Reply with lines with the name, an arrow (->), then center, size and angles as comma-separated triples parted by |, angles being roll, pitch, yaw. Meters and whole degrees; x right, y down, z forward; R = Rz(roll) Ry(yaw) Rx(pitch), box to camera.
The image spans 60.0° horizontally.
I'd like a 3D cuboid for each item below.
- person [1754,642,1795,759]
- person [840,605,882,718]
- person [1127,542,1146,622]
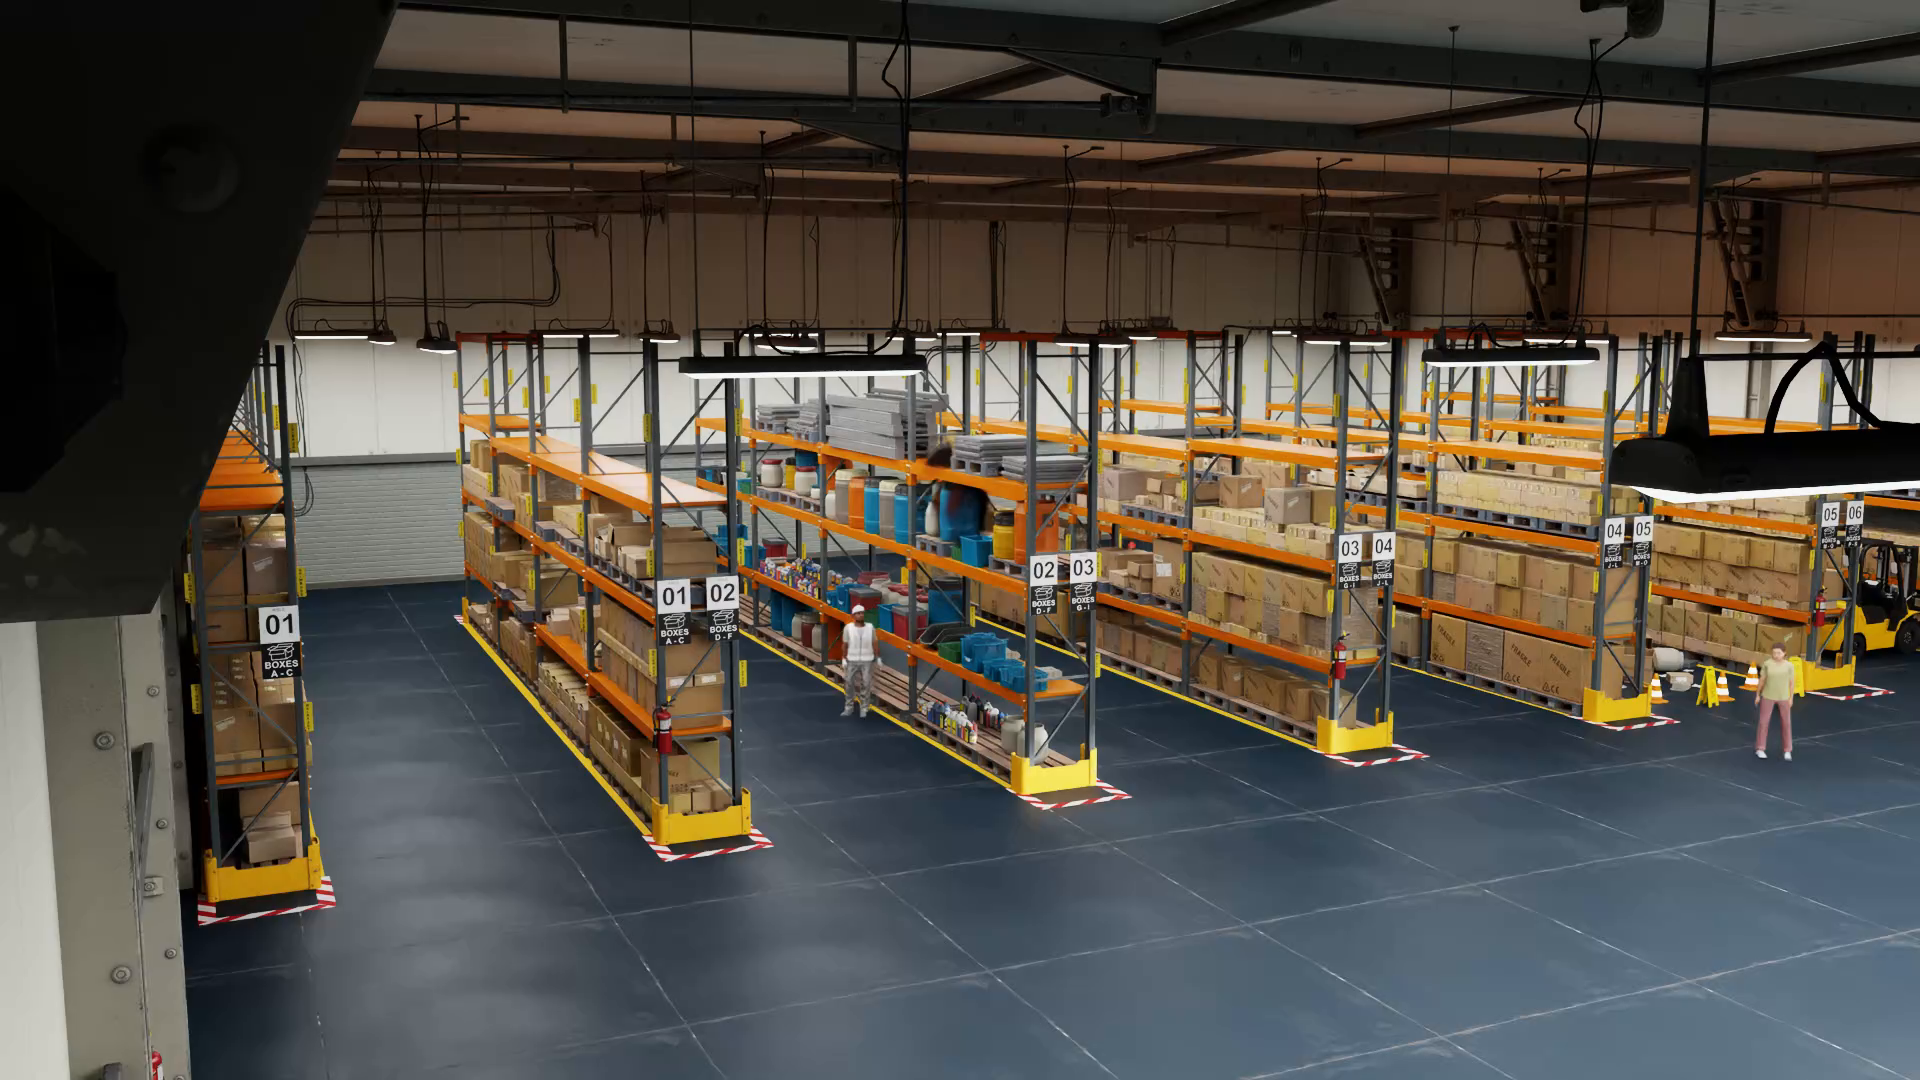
person -> 11.698, 2.291, 23.845 | 0.524, 1.676, 0.422 | 3, 8, 18
person -> -1.564, 1.925, 26.316 | 0.674, 1.794, 0.438 | 0, 8, 0
person -> 3.502, 0.905, 33.630 | 0.634, 1.734, 0.978 | -3, 8, -18
